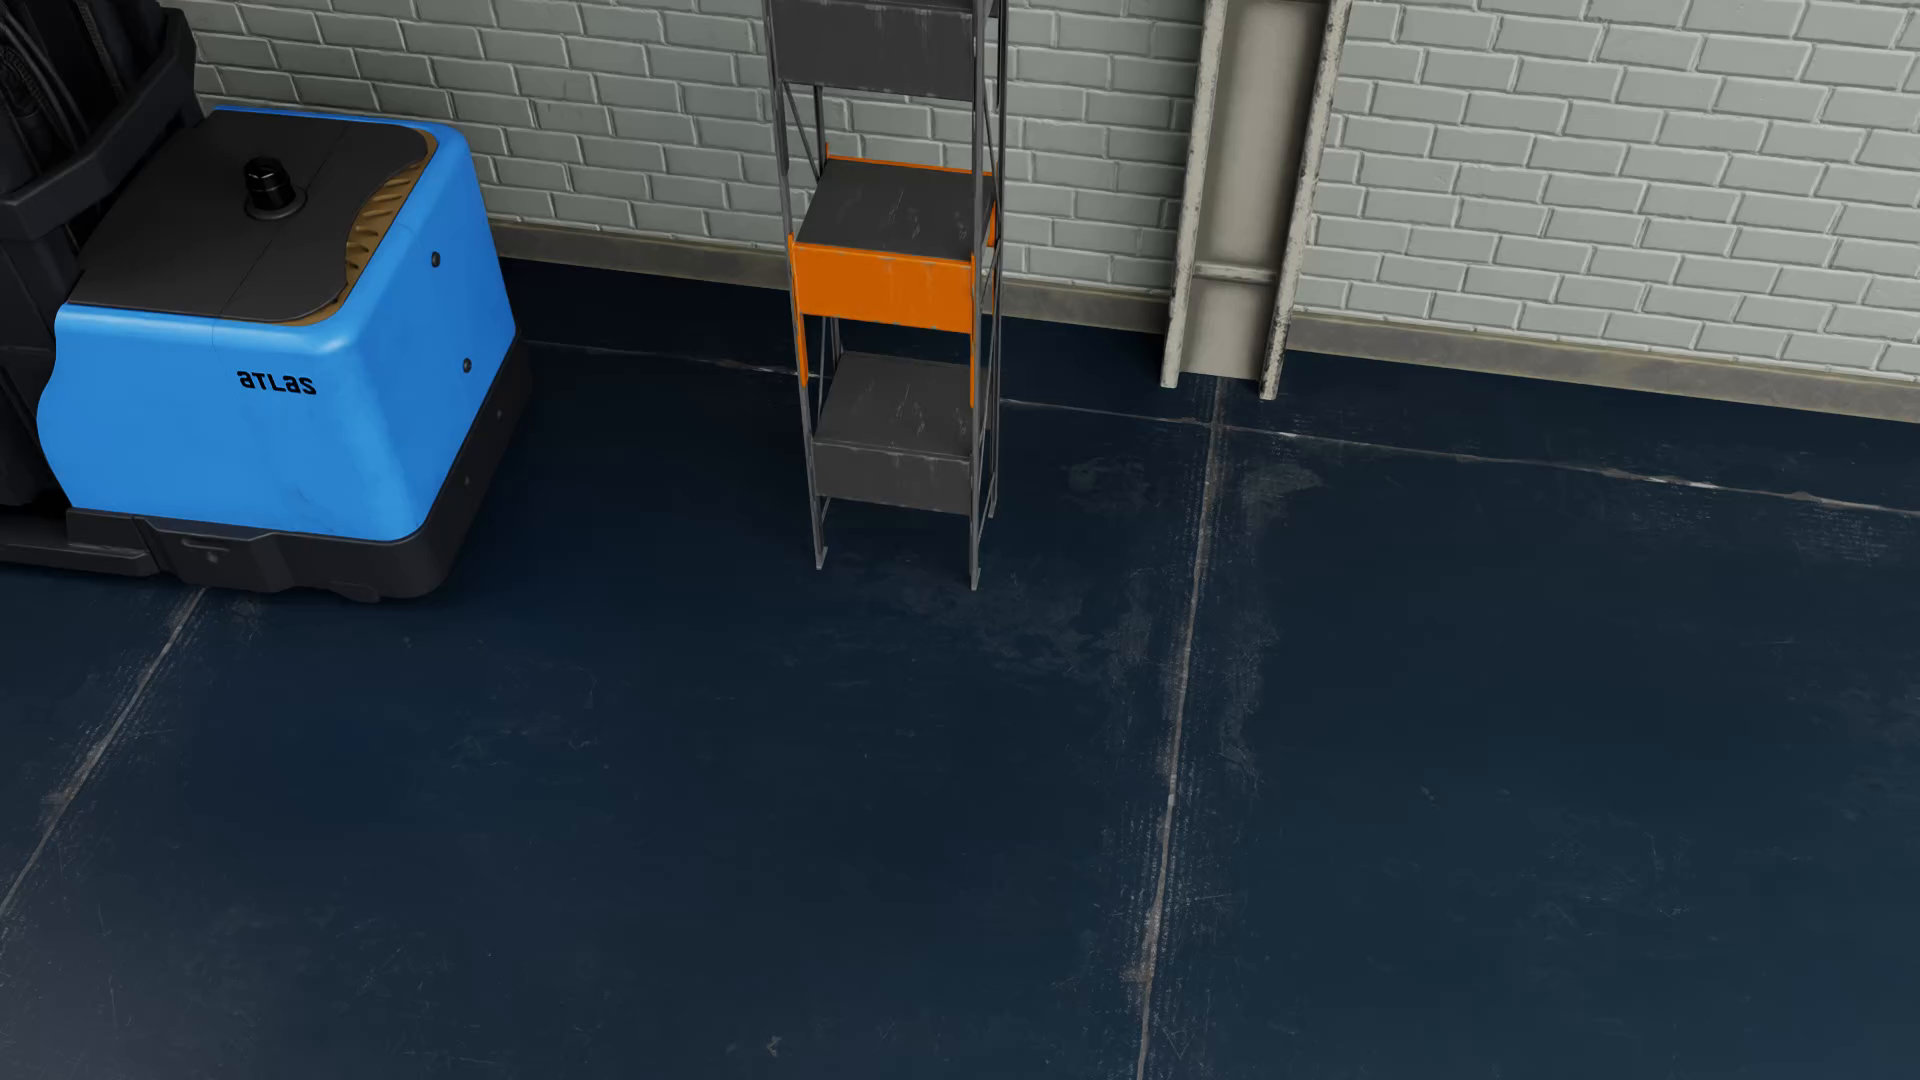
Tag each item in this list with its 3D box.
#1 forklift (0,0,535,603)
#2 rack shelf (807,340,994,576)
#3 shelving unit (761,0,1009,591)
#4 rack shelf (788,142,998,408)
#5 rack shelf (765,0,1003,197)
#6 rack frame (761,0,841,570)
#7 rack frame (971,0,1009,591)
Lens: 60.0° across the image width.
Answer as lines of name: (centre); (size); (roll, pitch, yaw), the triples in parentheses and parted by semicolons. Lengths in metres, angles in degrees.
forklift: (-2.999, -1.293, 4.441); (3.031, 2.935, 1.130); (6, 48, 5)
rack shelf: (-0.163, -0.247, 5.019); (0.480, 0.518, 0.431); (8, 49, 7)
shelving unit: (-0.163, -0.724, 4.489); (0.503, 2.100, 0.431); (8, 49, 7)
rack shelf: (-0.163, -0.715, 4.499); (0.480, 0.518, 0.431); (8, 49, 7)
rack shelf: (-0.163, -1.182, 3.978); (0.480, 0.518, 0.431); (8, 49, 7)
rack frame: (-0.403, -0.756, 4.518); (0.015, 2.100, 0.400); (8, 49, 7)
rack frame: (0.077, -0.691, 4.460); (0.015, 2.100, 0.400); (8, 49, 7)
